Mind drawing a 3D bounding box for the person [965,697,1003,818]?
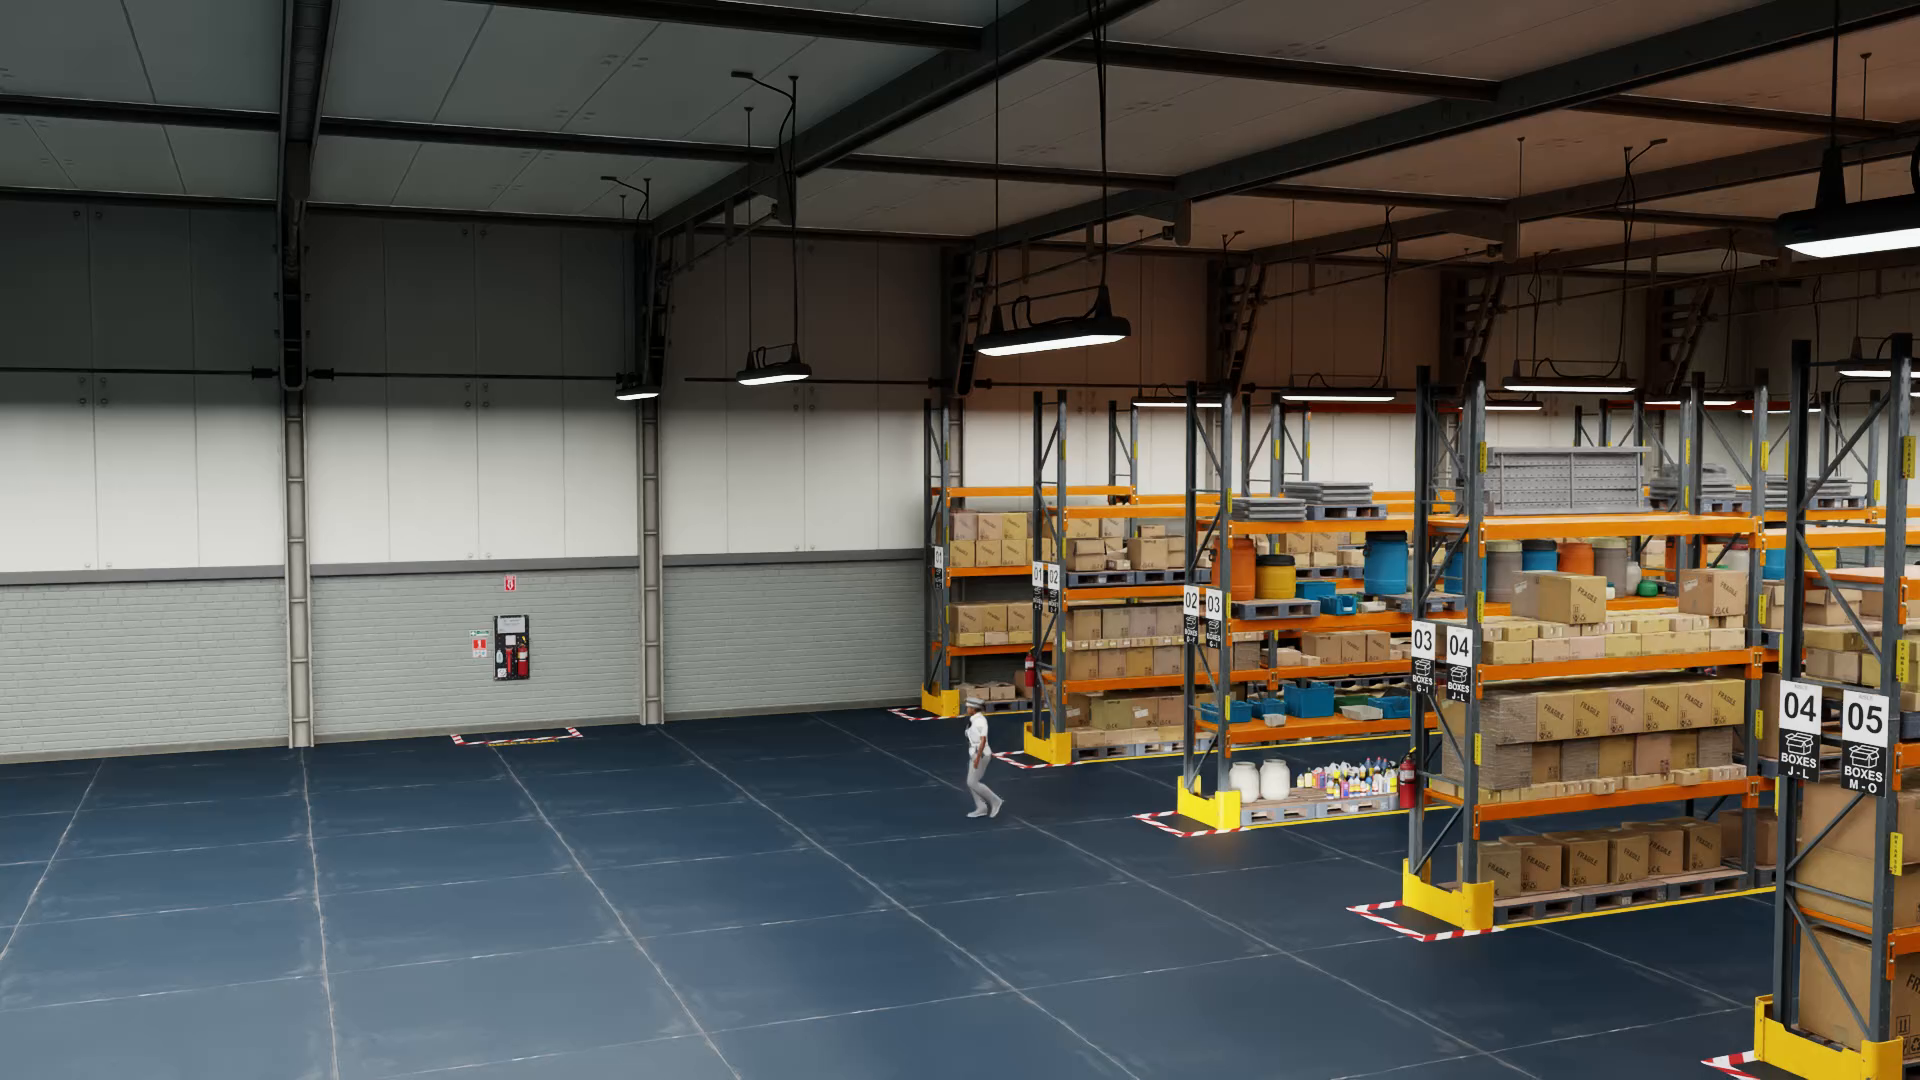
[{"bbox_3d":[0.325,2.993,22.954,0.506,1.658,0.522,0,3,-5],"label":"person"}]
